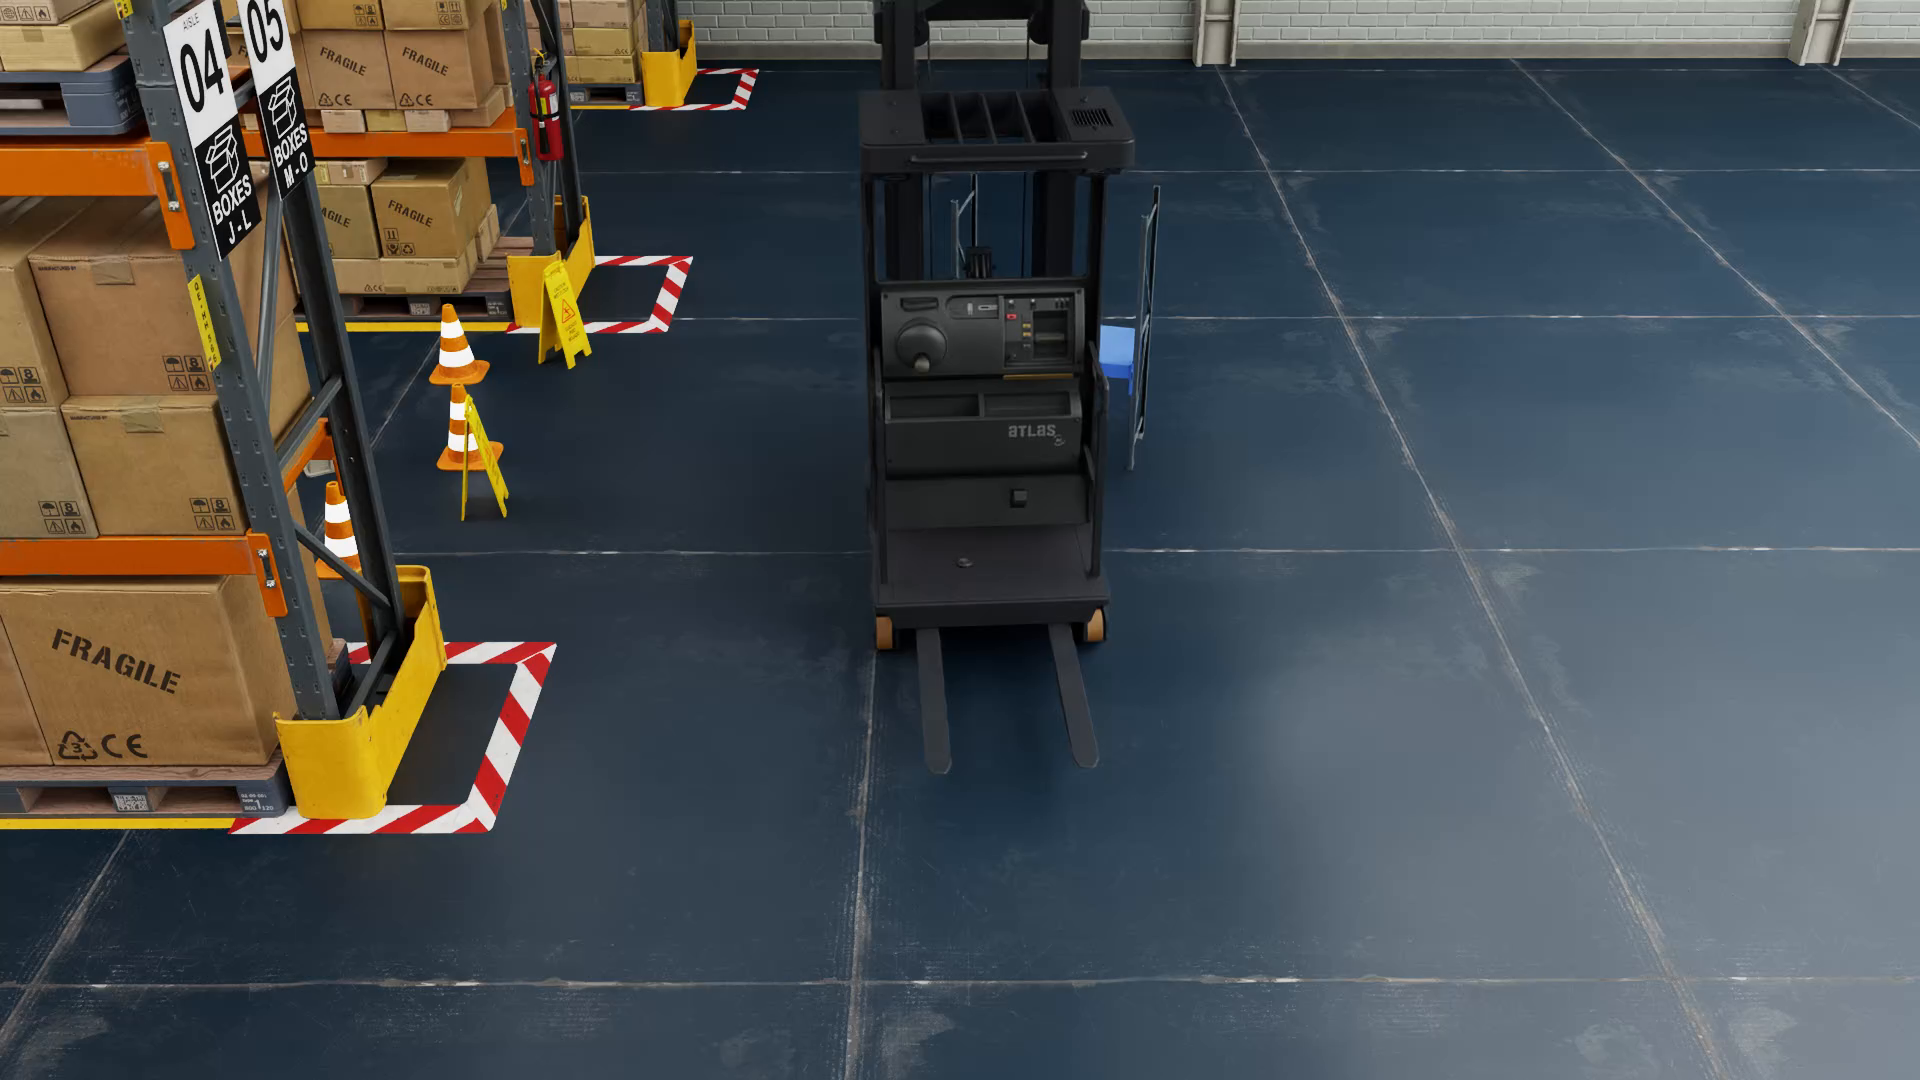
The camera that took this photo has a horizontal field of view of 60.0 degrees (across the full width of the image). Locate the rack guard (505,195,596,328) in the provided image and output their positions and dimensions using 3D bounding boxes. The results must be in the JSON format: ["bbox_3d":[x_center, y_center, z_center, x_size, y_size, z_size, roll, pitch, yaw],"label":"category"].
[{"bbox_3d":[-2.806,-1.933,11.454,0.348,0.500,1.175,0,31,0],"label":"rack guard"}]

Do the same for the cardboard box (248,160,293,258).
[{"bbox_3d":[-4.556,-2.187,10.987,0.500,0.500,0.500,-1,31,-1],"label":"cardboard box"}]

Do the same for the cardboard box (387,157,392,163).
[{"bbox_3d":[-4.085,-2.463,11.441,0.500,0.500,0.500,-1,31,-2],"label":"cardboard box"}]

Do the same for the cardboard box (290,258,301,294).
[{"bbox_3d":[-4.578,-1.862,11.173,0.500,0.250,0.500,-1,31,-2],"label":"cardboard box"}]

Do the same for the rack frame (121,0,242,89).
[{"bbox_3d":[-2.599,-3.000,5.019,0.127,3.000,1.000,0,31,0],"label":"rack frame"}]

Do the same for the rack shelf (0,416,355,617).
[{"bbox_3d":[-4.599,-0.121,6.751,4.000,0.370,1.077,0,31,0],"label":"rack shelf"}]

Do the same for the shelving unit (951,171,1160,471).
[{"bbox_3d":[0.519,-1.219,9.313,1.048,1.500,0.538,7,32,11],"label":"shelving unit"}]

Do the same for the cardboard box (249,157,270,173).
[{"bbox_3d":[-4.411,-2.431,10.763,0.250,0.149,0.380,1,31,2],"label":"cardboard box"}]

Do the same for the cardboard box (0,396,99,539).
[{"bbox_3d":[-3.520,-0.461,6.474,0.550,0.550,0.875,0,31,0],"label":"cardboard box"}]

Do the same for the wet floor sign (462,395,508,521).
[{"bbox_3d":[-2.582,-0.455,8.878,0.232,0.644,0.267,-5,32,-9],"label":"wet floor sign"}]

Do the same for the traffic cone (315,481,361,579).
[{"bbox_3d":[-3.139,-0.085,8.444,0.334,0.463,0.336,0,31,0],"label":"traffic cone"}]

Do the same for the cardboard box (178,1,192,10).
[{"bbox_3d":[-2.944,-1.997,5.999,0.250,0.149,0.380,0,31,0],"label":"cardboard box"}]

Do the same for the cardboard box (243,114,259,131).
[{"bbox_3d":[-4.381,-2.742,10.620,0.250,0.149,0.380,0,31,-1],"label":"cardboard box"}]

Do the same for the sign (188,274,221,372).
[{"bbox_3d":[-2.610,-0.749,5.749,0.005,0.325,0.100,0,31,0],"label":"sign"}]

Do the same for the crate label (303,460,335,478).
[{"bbox_3d":[-3.591,-0.498,9.439,0.298,0.136,0.250,-17,35,-26],"label":"crate label"}]

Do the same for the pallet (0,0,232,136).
[{"bbox_3d":[-3.341,-1.671,5.807,1.213,0.211,1.003,0,31,0],"label":"pallet"}]

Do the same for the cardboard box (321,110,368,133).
[{"bbox_3d":[-3.869,-2.718,10.580,0.250,0.149,0.380,0,31,1],"label":"cardboard box"}]

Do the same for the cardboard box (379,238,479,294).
[{"bbox_3d":[-3.561,-1.864,11.176,0.500,0.250,0.500,0,31,-1],"label":"cardboard box"}]

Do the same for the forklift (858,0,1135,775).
[{"bbox_3d":[0.122,-0.907,7.419,1.130,2.935,3.031,-2,31,-3],"label":"forklift"}]

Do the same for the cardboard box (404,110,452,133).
[{"bbox_3d":[-3.355,-2.724,10.590,0.250,0.149,0.380,-1,31,-1],"label":"cardboard box"}]

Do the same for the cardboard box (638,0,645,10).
[{"bbox_3d":[-3.245,-5.105,15.554,0.500,0.250,0.500,-1,31,-1],"label":"cardboard box"}]

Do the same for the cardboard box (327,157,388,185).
[{"bbox_3d":[-3.896,-2.430,10.761,0.250,0.149,0.380,1,31,1],"label":"cardboard box"}]

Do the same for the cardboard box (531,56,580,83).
[{"bbox_3d":[-3.729,-4.419,15.387,0.500,0.250,0.500,0,31,0],"label":"cardboard box"}]

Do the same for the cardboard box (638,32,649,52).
[{"bbox_3d":[-3.256,-4.681,15.819,0.500,0.250,0.500,0,31,0],"label":"cardboard box"}]

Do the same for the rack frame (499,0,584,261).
[{"bbox_3d":[-2.730,-3.002,10.806,0.127,3.000,1.000,0,31,0],"label":"rack frame"}]

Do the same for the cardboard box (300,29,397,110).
[{"bbox_3d":[-3.772,-3.028,10.466,0.500,0.500,0.500,0,31,0],"label":"cardboard box"}]

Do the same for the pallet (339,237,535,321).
[{"bbox_3d":[-3.618,-1.825,11.555,1.213,0.211,1.003,0,31,0],"label":"pallet"}]

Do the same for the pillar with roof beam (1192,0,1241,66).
[{"bbox_3d":[2.561,-6.393,10.611,0.400,9.000,9.100,0,31,0],"label":"pillar with roof beam"}]

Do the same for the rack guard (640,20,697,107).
[{"bbox_3d":[-2.739,-4.508,15.698,0.348,0.500,1.175,0,31,0],"label":"rack guard"}]

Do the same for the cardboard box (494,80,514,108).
[{"bbox_3d":[-3.071,-3.001,11.046,0.250,0.149,0.380,0,31,0],"label":"cardboard box"}]

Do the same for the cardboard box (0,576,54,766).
[{"bbox_3d":[-4.156,0.334,6.951,0.875,0.875,0.875,-1,31,-1],"label":"cardboard box"}]

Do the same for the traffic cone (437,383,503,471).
[{"bbox_3d":[-2.805,-0.672,9.412,0.334,0.463,0.336,0,31,0],"label":"traffic cone"}]

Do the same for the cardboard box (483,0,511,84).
[{"bbox_3d":[-3.205,-3.314,10.938,0.500,0.500,0.500,-1,31,-1],"label":"cardboard box"}]

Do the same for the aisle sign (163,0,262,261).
[{"bbox_3d":[-2.526,-1.391,5.644,0.004,0.787,0.394,0,31,0],"label":"aisle sign"}]

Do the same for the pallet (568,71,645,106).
[{"bbox_3d":[-3.528,-4.360,15.733,1.213,0.211,1.003,0,31,0],"label":"pallet"}]

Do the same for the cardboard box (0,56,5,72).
[{"bbox_3d":[-3.181,-1.655,5.435,0.250,0.149,0.380,0,31,0],"label":"cardboard box"}]

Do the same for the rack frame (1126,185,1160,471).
[{"bbox_3d":[1.014,-1.158,9.212,0.032,1.500,0.500,7,32,11],"label":"rack frame"}]

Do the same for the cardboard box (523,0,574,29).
[{"bbox_3d":[-3.733,-4.840,15.118,0.500,0.250,0.500,0,31,1],"label":"cardboard box"}]

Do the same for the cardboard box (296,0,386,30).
[{"bbox_3d":[-3.745,-3.487,10.258,0.500,0.500,0.700,0,31,0],"label":"cardboard box"}]

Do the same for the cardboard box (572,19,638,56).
[{"bbox_3d":[-3.248,-4.631,15.255,0.500,0.250,0.500,-1,31,-1],"label":"cardboard box"}]

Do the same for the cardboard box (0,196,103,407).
[{"bbox_3d":[-3.520,-0.930,6.205,0.550,0.550,0.875,0,31,0],"label":"cardboard box"}]

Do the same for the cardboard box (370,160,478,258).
[{"bbox_3d":[-3.529,-2.189,10.989,0.500,0.500,0.500,0,31,0],"label":"cardboard box"}]
